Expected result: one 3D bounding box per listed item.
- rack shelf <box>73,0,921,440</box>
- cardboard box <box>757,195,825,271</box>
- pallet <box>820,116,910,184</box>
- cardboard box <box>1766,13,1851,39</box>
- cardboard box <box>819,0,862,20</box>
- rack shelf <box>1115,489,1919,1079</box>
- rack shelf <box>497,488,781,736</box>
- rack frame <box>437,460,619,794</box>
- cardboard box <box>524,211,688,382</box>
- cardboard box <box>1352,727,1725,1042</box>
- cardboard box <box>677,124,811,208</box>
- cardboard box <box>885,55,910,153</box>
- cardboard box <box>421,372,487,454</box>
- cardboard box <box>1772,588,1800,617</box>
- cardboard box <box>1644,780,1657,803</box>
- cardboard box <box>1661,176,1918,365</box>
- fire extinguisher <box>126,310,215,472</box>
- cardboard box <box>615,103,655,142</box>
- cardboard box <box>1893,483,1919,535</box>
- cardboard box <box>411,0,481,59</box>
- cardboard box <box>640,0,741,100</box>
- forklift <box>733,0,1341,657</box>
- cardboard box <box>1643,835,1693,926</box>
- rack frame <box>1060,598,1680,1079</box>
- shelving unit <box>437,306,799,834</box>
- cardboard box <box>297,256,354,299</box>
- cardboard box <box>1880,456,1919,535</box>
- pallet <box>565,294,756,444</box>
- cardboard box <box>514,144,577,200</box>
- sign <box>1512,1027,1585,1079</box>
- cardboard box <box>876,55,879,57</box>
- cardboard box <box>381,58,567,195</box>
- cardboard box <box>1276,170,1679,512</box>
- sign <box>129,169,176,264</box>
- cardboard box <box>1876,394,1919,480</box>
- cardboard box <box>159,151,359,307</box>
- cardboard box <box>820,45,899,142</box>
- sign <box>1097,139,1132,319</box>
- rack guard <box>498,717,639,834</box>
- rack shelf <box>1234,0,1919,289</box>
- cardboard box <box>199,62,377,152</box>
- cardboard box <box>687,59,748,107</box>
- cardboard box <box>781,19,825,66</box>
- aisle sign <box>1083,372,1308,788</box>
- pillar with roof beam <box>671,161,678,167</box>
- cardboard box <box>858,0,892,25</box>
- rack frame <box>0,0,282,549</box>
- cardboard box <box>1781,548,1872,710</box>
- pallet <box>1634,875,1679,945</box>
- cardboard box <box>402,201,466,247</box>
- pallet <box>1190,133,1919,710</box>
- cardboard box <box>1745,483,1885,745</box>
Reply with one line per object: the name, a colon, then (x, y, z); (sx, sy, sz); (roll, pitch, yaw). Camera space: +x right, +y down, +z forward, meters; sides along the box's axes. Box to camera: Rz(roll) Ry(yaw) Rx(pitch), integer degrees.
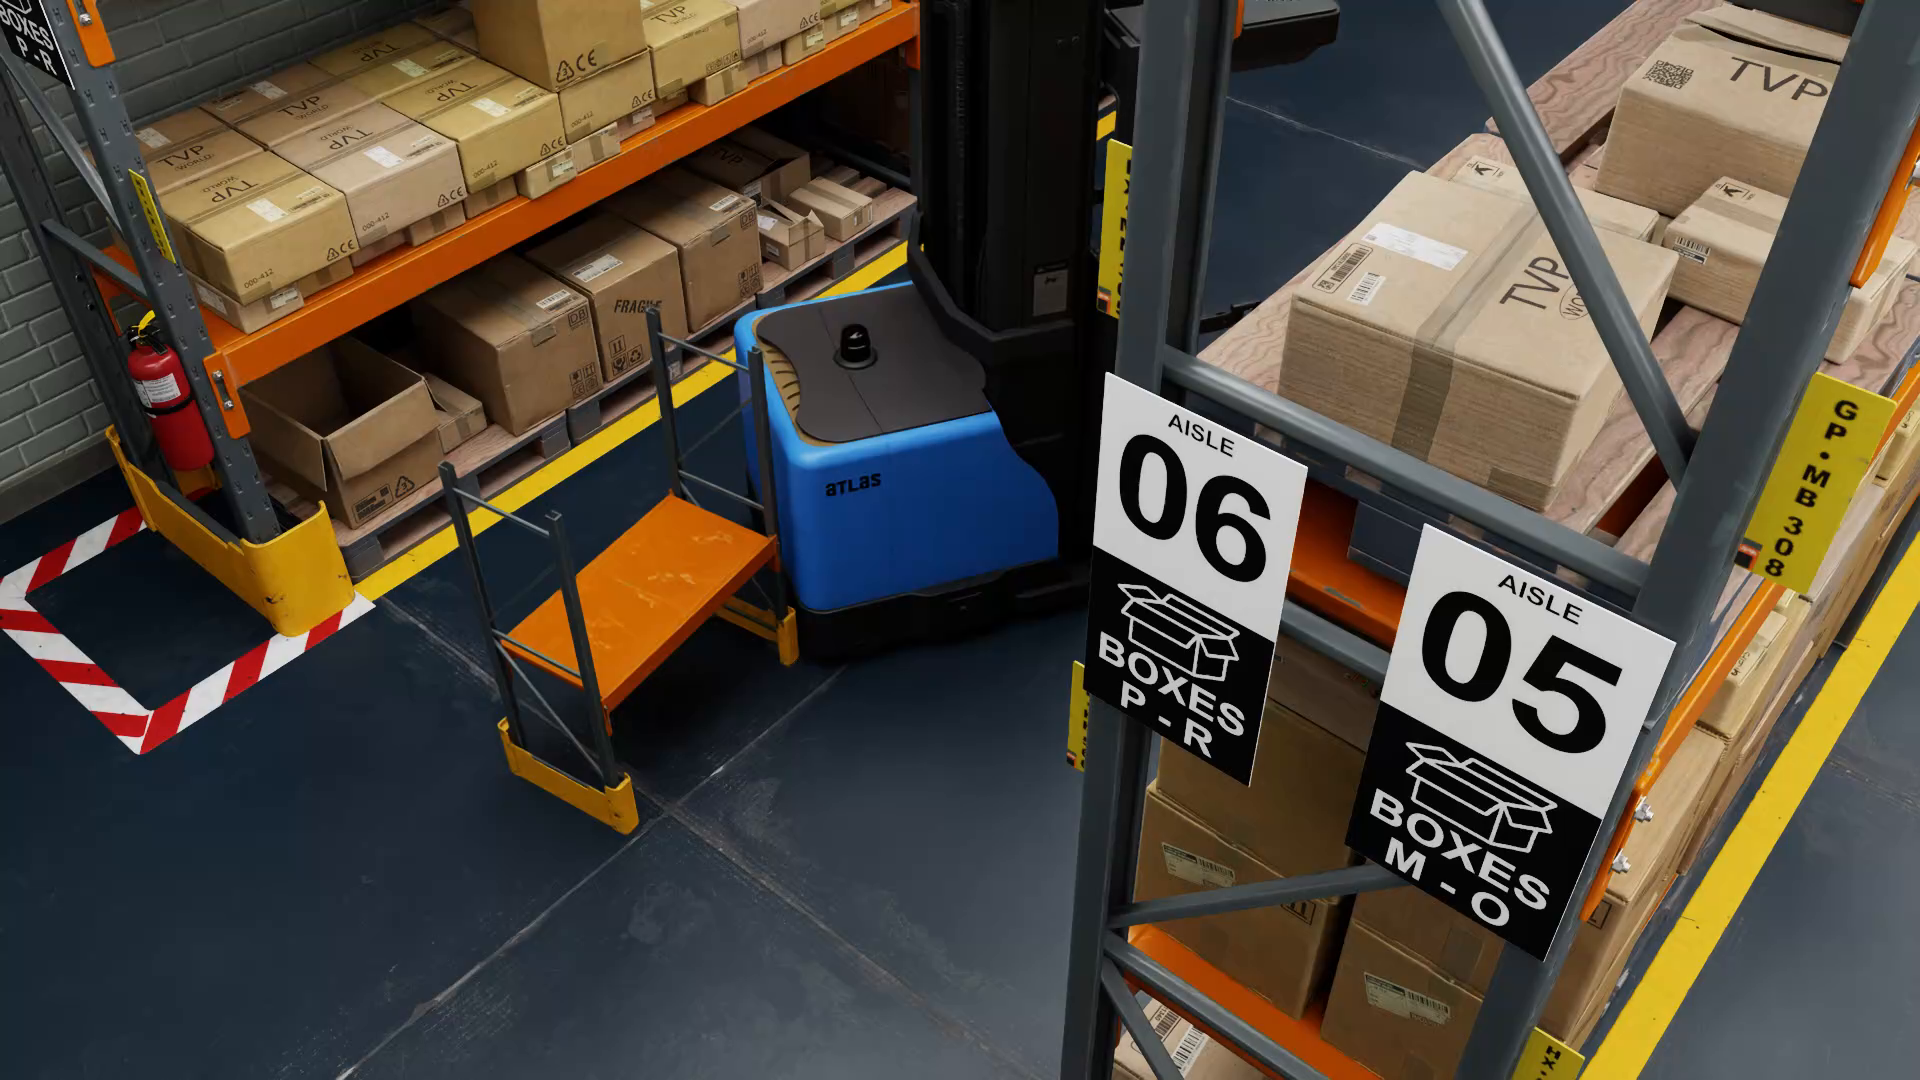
rack shelf: (-1.833, -1.759, 7.490); (1.077, 0.370, 4.000); (29, 50, 28)
cardboard box: (-0.909, -1.601, 8.502); (0.396, 0.266, 0.258); (31, 51, 30)
pallet: (-0.051, -2.459, 9.797); (1.003, 0.211, 1.213); (29, 50, 28)
cardboard box: (2.094, -1.161, 3.607); (0.500, 0.500, 0.500); (30, 50, 29)
cardboard box: (-0.686, -2.742, 7.926); (0.500, 0.250, 0.500); (31, 51, 29)
rack shelf: (1.969, 0.388, 5.129); (1.077, 0.370, 4.000); (29, 50, 28)
rack shelf: (-1.173, 0.240, 6.139); (0.538, 0.185, 1.000); (23, 47, 23)
rack frame: (-1.442, 0.397, 5.699); (0.500, 1.500, 0.032); (23, 47, 23)
cardboard box: (-1.657, -1.152, 7.834); (0.500, 0.500, 0.500); (30, 50, 29)
cardboard box: (1.209, 0.621, 3.520); (0.500, 0.500, 0.500); (28, 49, 28)
cardboard box: (-1.151, -1.978, 8.882); (0.500, 0.311, 0.500); (31, 51, 30)
cardboard box: (-0.062, -2.438, 9.247); (0.500, 0.500, 0.500); (32, 51, 30)
cardboard box: (-2.350, -0.572, 7.457); (0.380, 0.149, 0.250); (28, 49, 27)
cardboard box: (1.647, 0.048, 3.668); (0.380, 0.149, 0.250); (28, 49, 27)
cardboard box: (1.122, 0.442, 3.235); (0.380, 0.149, 0.250); (31, 50, 29)
cardboard box: (1.558, -0.519, 3.161); (0.380, 0.149, 0.250); (31, 51, 30)
fire extinguisher: (-2.861, -0.553, 5.964); (0.296, 0.674, 0.183); (29, 50, 28)
cardboard box: (-1.564, -1.902, 7.299); (0.380, 0.149, 0.250); (29, 50, 28)
cardboard box: (2.826, -0.328, 5.307); (0.500, 0.500, 0.500); (28, 49, 28)
cardboard box: (-2.035, -2.189, 7.318); (0.500, 0.250, 0.500); (29, 50, 28)
cardboard box: (-1.329, -2.227, 7.360); (0.500, 0.250, 0.500); (29, 50, 28)
forklift: (0.654, -1.216, 6.409); (3.031, 2.935, 1.130); (-13, 44, -14)
cardboard box: (1.515, 0.719, 4.155); (0.500, 0.500, 0.500); (29, 50, 28)
rack frame: (0.682, 1.151, 3.754); (1.000, 3.000, 0.127); (29, 50, 28)
shelving unit: (-1.177, 0.112, 6.012); (0.587, 1.500, 1.083); (23, 47, 23)
cardboard box: (-2.570, -1.104, 6.422); (0.380, 0.149, 0.250); (31, 51, 29)
cardboard box: (2.511, -0.429, 4.674); (0.500, 0.500, 0.500); (30, 50, 29)
pallet: (-1.773, -1.039, 8.236); (1.003, 0.211, 1.213); (29, 50, 28)
cardboard box: (-1.831, -1.595, 6.961); (0.380, 0.149, 0.250); (28, 49, 27)
sign: (1.103, 1.045, 3.169); (0.100, 0.325, 0.005); (29, 50, 28)
cardboard box: (-0.529, -2.840, 9.208); (0.380, 0.149, 0.250); (28, 49, 27)
cardboard box: (-1.973, -1.689, 6.769); (0.500, 0.250, 0.500); (29, 49, 28)
cardboard box: (0.903, -0.366, 2.918); (0.500, 0.250, 0.500); (25, 48, 25)
sign: (-2.704, -1.081, 5.566); (0.100, 0.325, 0.005); (29, 50, 28)
cardboard box: (2.153, -0.339, 4.093); (0.380, 0.149, 0.250); (28, 49, 28)
cardboard box: (-2.621, -1.167, 6.194); (0.500, 0.250, 0.500); (30, 50, 29)
cardboard box: (-0.456, -2.667, 9.499); (0.500, 0.500, 0.500); (29, 50, 28)
sign: (0.276, -0.499, 2.740); (0.100, 0.325, 0.005); (29, 50, 28)
rack guard: (-1.442, 0.859, 6.120); (0.587, 0.250, 0.087); (23, 47, 23)
rack shelf: (1.969, -1.684, 3.245); (1.077, 0.370, 4.000); (29, 50, 28)
cardboard box: (-2.694, -1.667, 6.744); (0.500, 0.250, 0.500); (30, 50, 29)
cardboard box: (-1.189, -2.134, 7.554); (0.380, 0.149, 0.250); (29, 50, 28)
cardboard box: (-0.857, -2.401, 7.848); (0.380, 0.149, 0.250); (31, 51, 29)
aisle sign: (0.398, 0.092, 2.986); (0.394, 0.787, 0.004); (29, 50, 28)
pillar with roof beam: (1.612, -3.443, 4.347); (9.100, 9.000, 0.400); (29, 50, 28)
cardboard box: (-0.557, -2.689, 8.164); (0.380, 0.149, 0.250); (30, 50, 29)
rack frame: (-3.120, -0.996, 6.115); (1.000, 3.000, 0.127); (29, 50, 28)
cardboard box: (2.166, 0.200, 4.726); (0.500, 0.500, 0.500); (31, 51, 30)
pallet: (1.922, 1.112, 5.870); (1.003, 0.211, 1.213); (29, 50, 28)
cardboard box: (-2.218, -1.358, 6.701); (0.380, 0.149, 0.250); (31, 51, 30)
pallet: (1.151, -0.312, 3.200); (1.003, 0.211, 1.213); (29, 50, 28)
cardboard box: (1.861, 0.083, 4.111); (0.500, 0.500, 0.500); (29, 50, 28)
